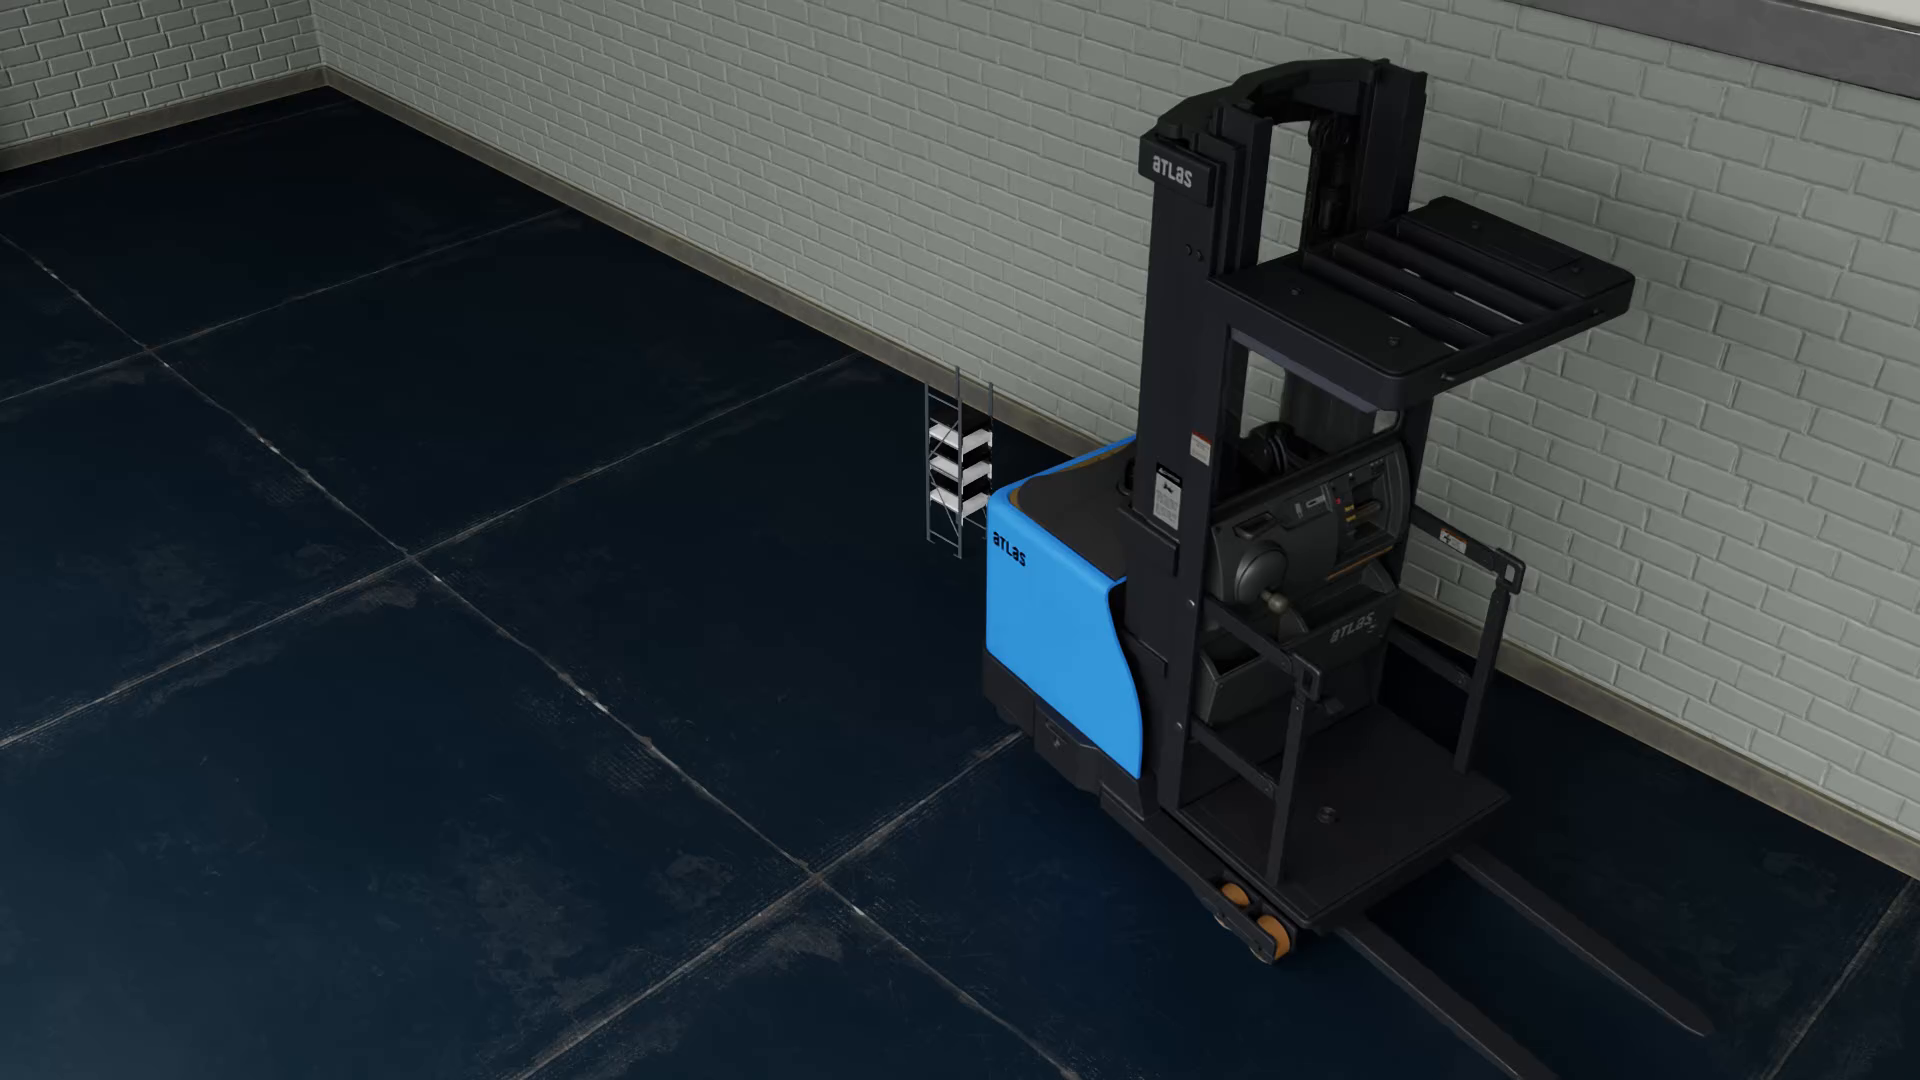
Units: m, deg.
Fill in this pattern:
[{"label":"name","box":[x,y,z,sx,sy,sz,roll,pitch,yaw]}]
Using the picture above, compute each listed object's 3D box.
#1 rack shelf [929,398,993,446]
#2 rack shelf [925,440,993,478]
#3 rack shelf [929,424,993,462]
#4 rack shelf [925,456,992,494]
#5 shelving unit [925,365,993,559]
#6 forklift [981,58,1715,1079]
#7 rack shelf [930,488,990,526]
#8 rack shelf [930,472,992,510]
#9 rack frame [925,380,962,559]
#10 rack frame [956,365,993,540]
[{"label":"rack shelf","box":[-0.006,-0.560,7.852,0.258,0.077,0.200,30,45,35]},{"label":"rack shelf","box":[-0.006,-0.412,7.955,0.258,0.077,0.200,30,45,35]},{"label":"rack shelf","box":[-0.006,-0.486,7.904,0.258,0.077,0.200,30,45,35]},{"label":"rack shelf","box":[-0.006,-0.338,8.007,0.258,0.077,0.200,30,45,35]},{"label":"shelving unit","box":[-0.006,-0.366,7.988,0.258,0.900,0.210,30,45,35]},{"label":"forklift","box":[1.360,0.013,5.669,1.130,2.935,3.031,-22,41,-29]},{"label":"rack shelf","box":[-0.006,-0.191,8.110,0.258,0.077,0.200,30,45,35]},{"label":"rack shelf","box":[-0.006,-0.265,8.058,0.258,0.077,0.200,30,45,35]},{"label":"rack frame","box":[-0.077,-0.325,7.929,0.240,0.900,0.006,30,45,35]},{"label":"rack frame","box":[0.066,-0.407,8.047,0.240,0.900,0.006,30,45,35]}]
